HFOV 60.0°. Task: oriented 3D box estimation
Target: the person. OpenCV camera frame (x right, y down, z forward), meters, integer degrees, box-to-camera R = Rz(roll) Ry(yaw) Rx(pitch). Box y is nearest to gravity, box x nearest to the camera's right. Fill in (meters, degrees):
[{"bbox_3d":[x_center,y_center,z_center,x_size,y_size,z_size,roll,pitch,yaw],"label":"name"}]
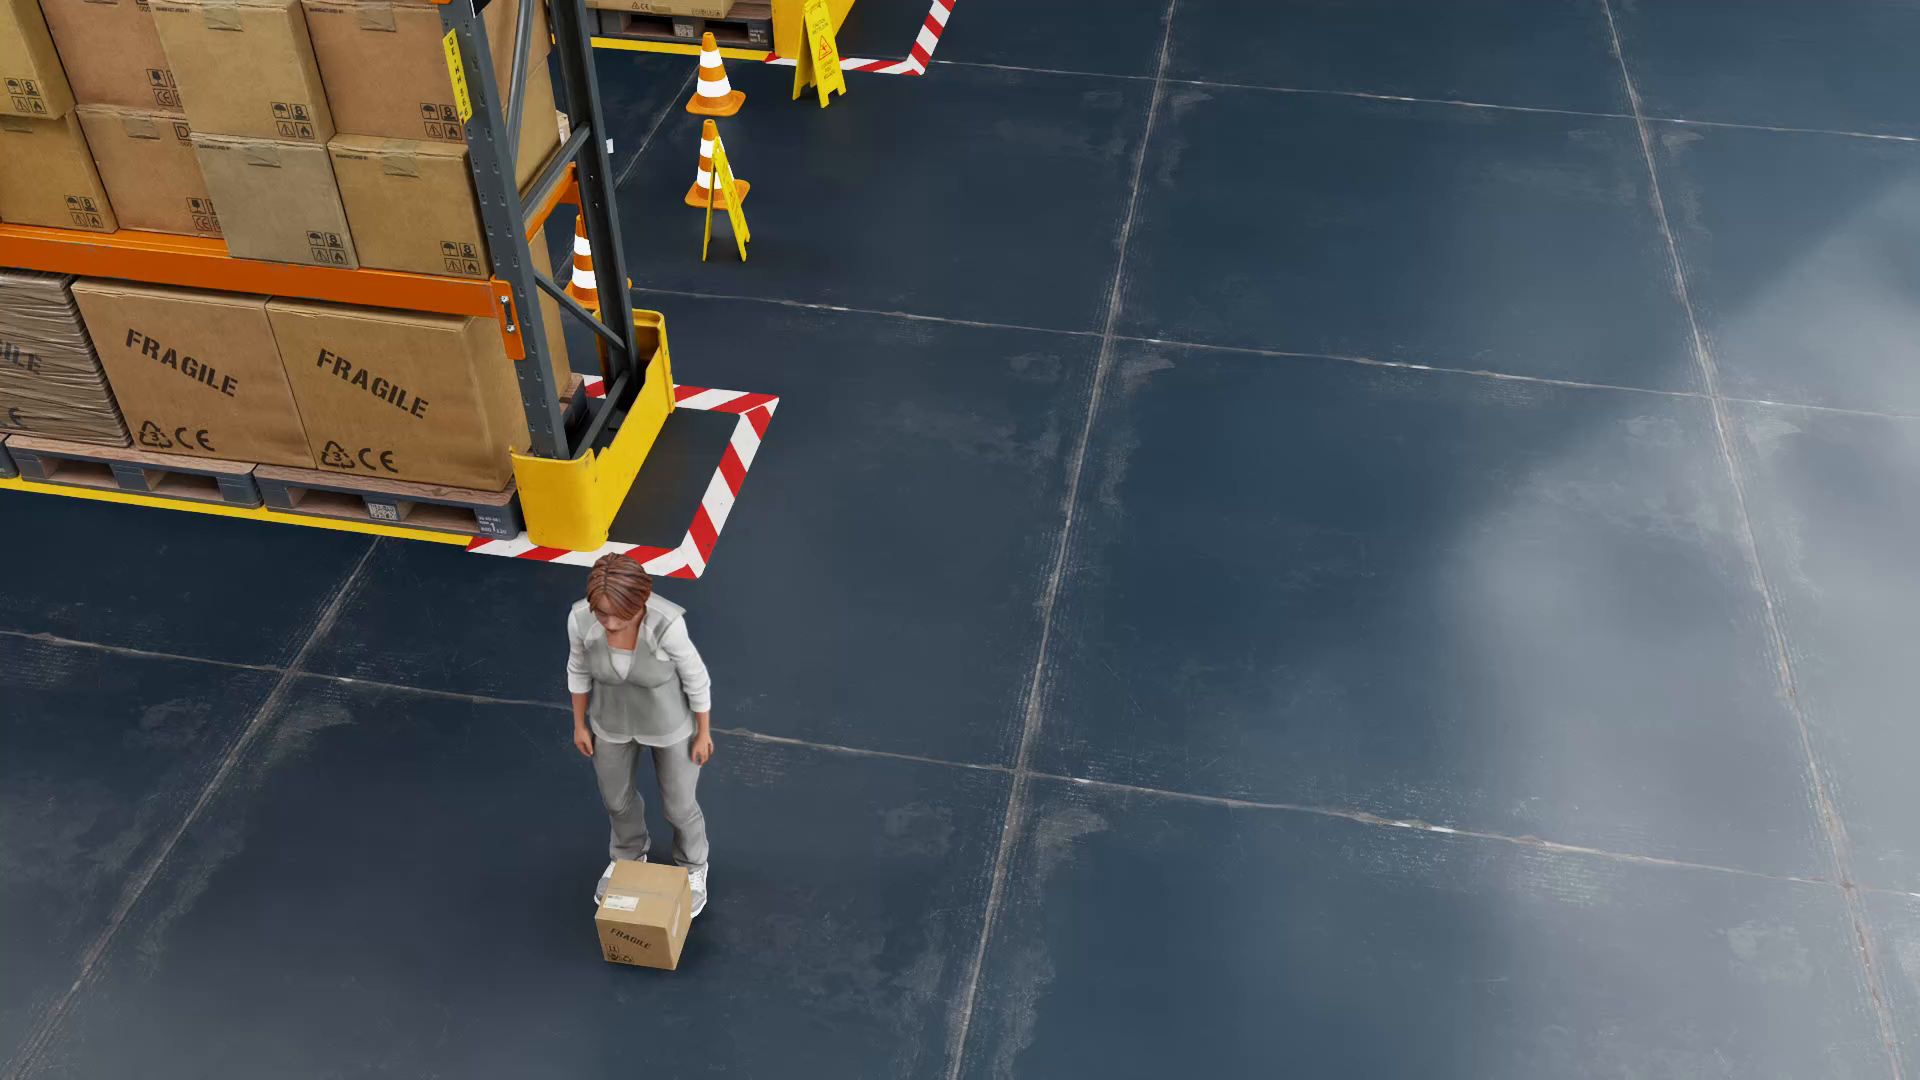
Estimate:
[{"bbox_3d":[-1.042,0.626,5.458,0.484,1.581,0.347,4,41,5],"label":"person"}]
